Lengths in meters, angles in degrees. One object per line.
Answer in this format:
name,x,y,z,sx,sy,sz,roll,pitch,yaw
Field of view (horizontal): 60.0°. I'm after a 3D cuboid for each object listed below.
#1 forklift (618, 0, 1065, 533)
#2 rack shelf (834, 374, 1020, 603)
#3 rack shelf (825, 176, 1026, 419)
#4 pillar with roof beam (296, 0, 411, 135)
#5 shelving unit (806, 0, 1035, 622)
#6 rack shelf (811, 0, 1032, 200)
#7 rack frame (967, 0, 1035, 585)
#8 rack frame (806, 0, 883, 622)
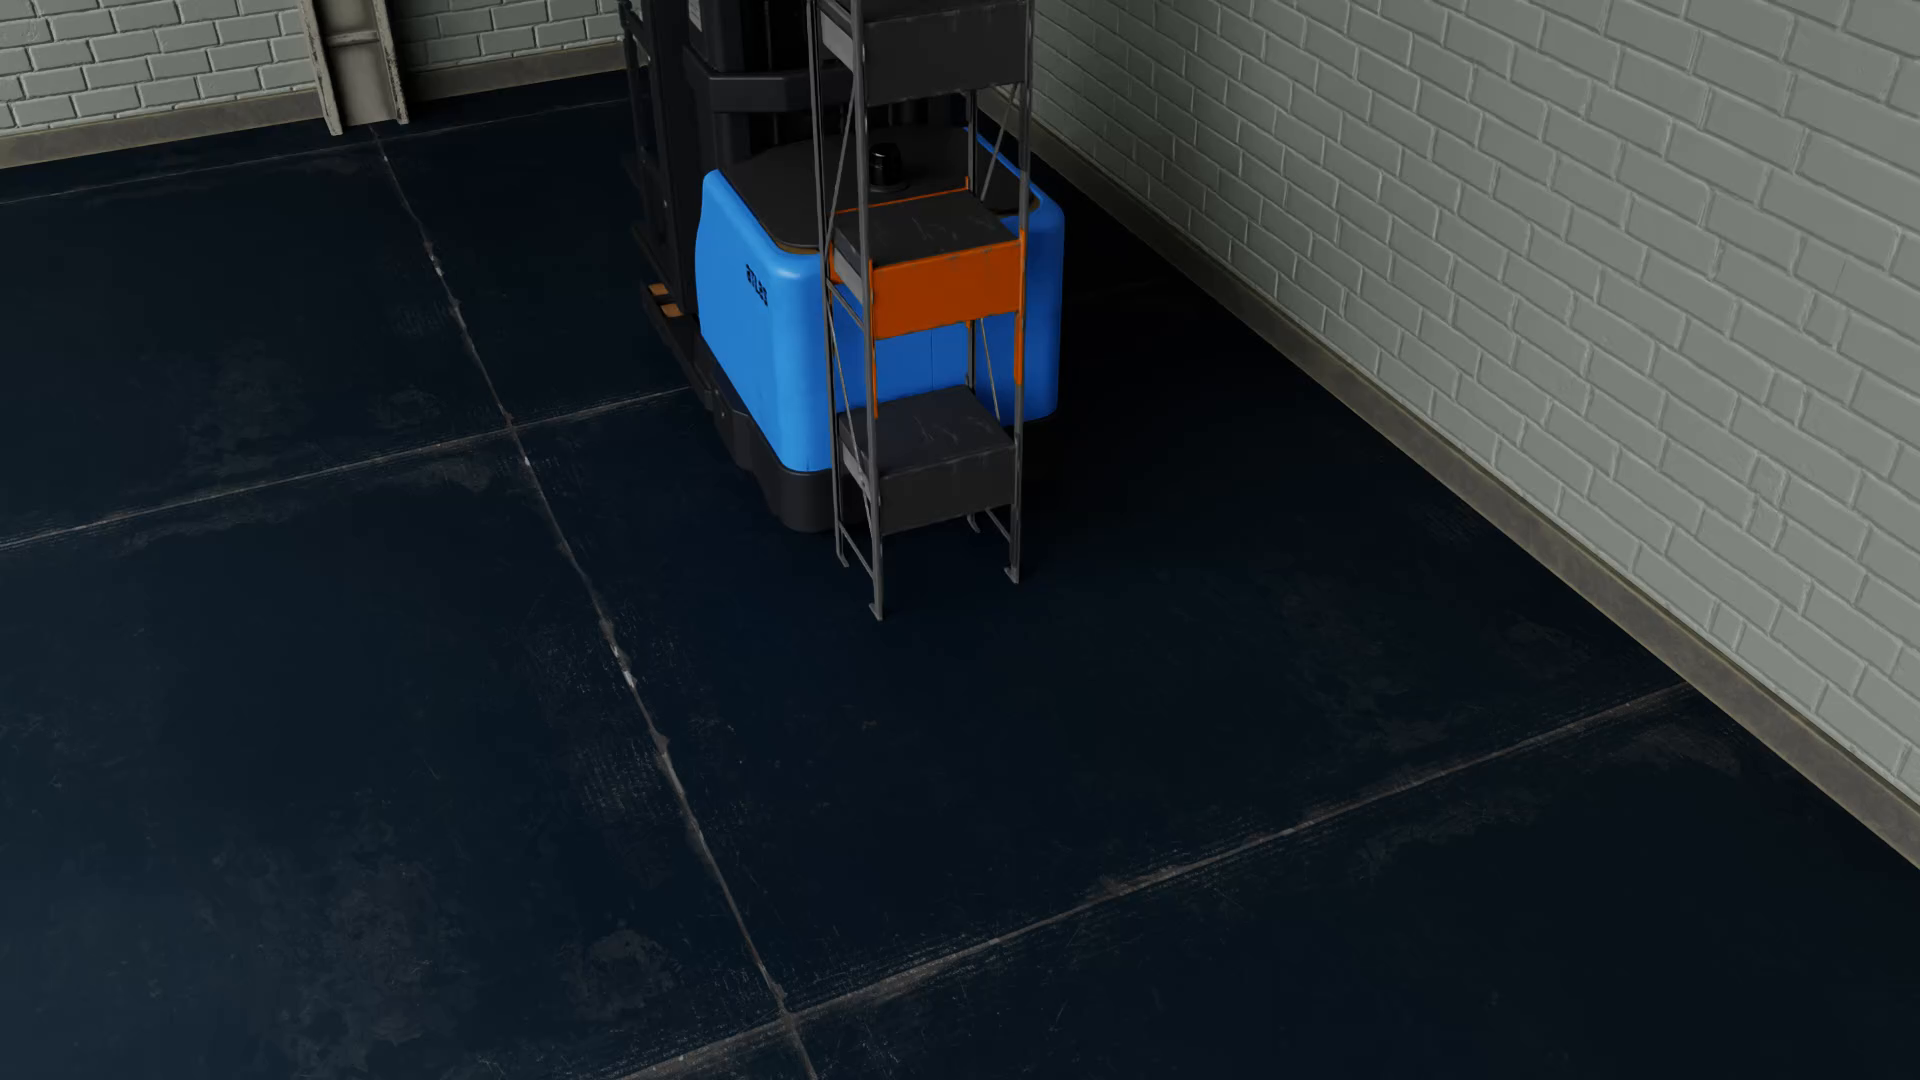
forklift,-0.690,-2.075,6.087,1.130,2.935,3.031,-15,39,-19
rack shelf,-0.113,-0.174,5.419,0.480,0.518,0.431,-15,39,-19
rack shelf,-0.113,-0.736,5.002,0.480,0.518,0.431,-15,39,-19
pillar with roof beam,-1.287,-3.506,2.923,0.400,9.000,9.100,-16,39,-20
shelving unit,-0.113,-0.747,4.994,0.503,2.100,0.431,-15,39,-19
rack shelf,-0.113,-1.298,4.585,0.480,0.518,0.431,-15,39,-19
rack frame,0.111,-0.805,5.072,0.015,2.100,0.400,-15,39,-19
rack frame,-0.337,-0.689,4.916,0.015,2.100,0.400,-15,39,-19
